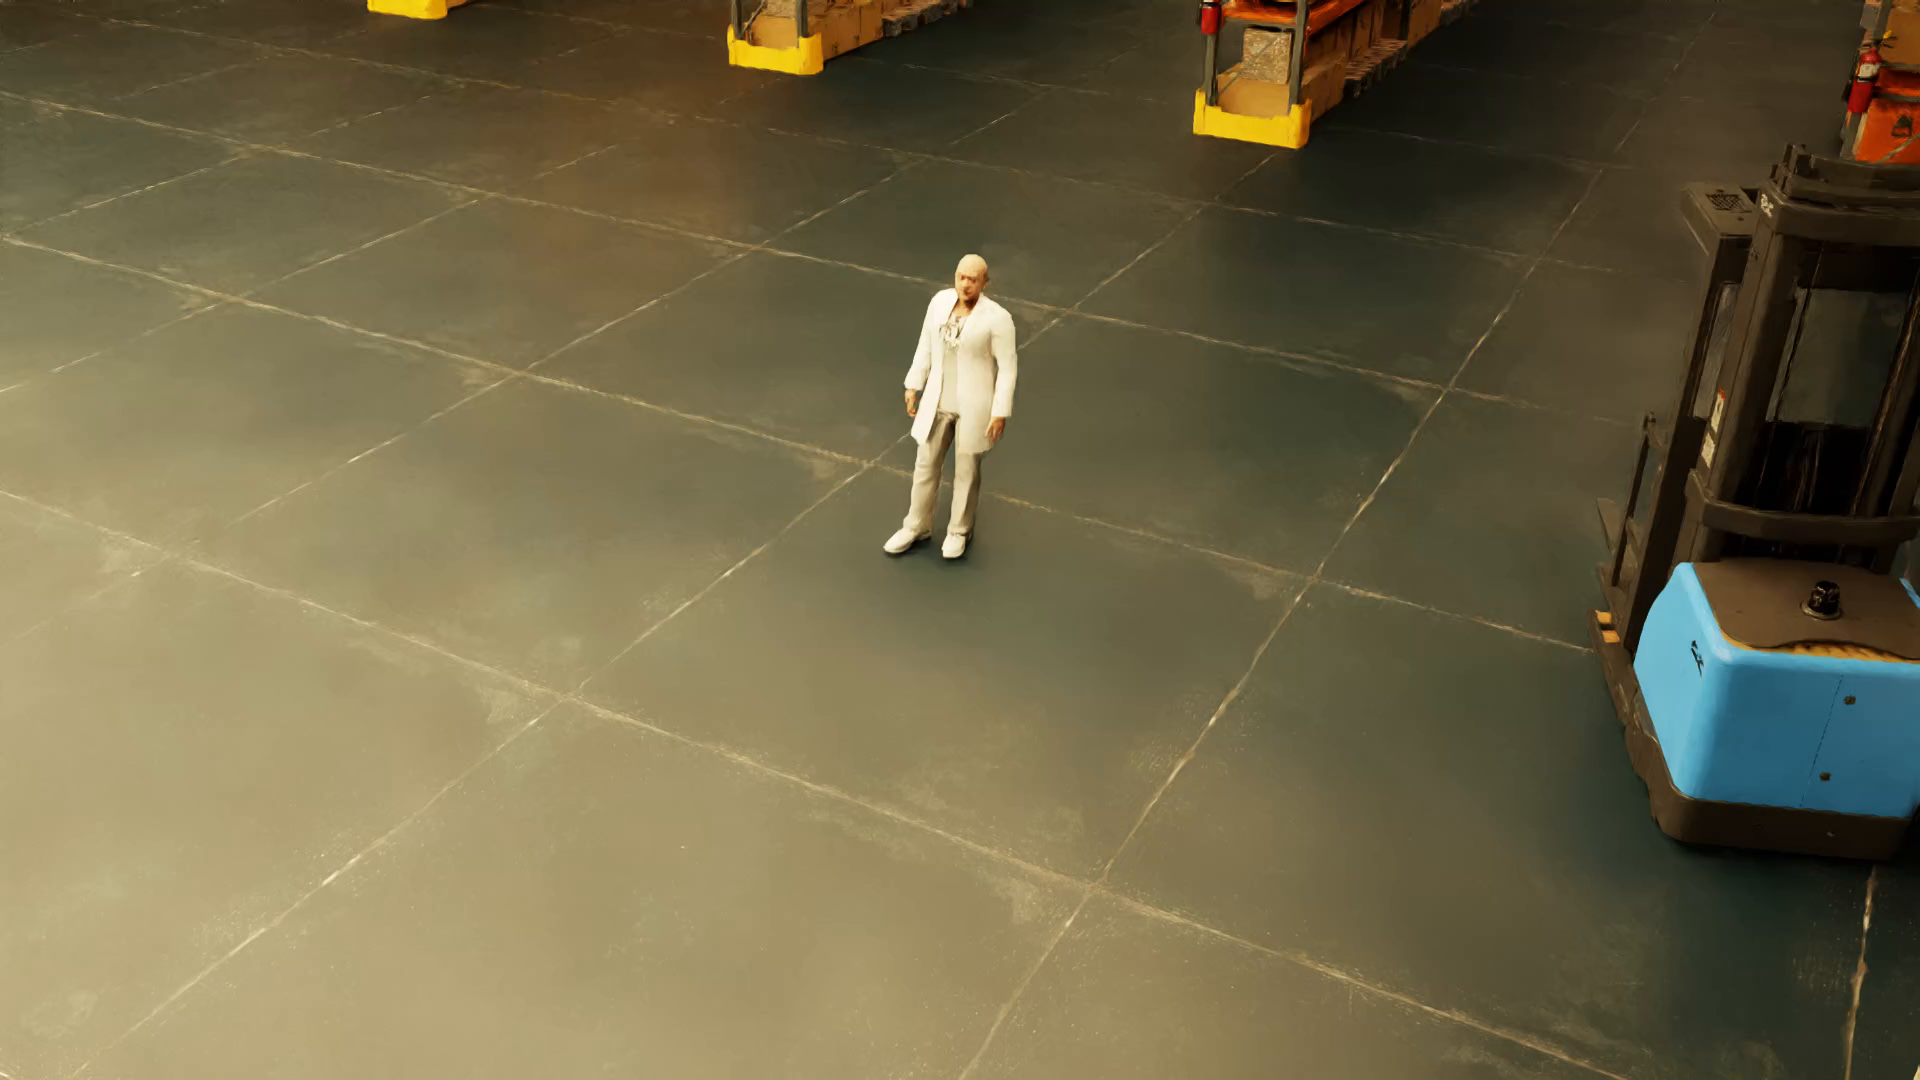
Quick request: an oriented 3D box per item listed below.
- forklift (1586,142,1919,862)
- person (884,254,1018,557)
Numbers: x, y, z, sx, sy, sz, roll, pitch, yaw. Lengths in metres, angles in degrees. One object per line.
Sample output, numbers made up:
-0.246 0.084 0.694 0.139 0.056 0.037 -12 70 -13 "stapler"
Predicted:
3.934 -0.558 8.038 1.130 2.935 3.031 4 30 8 "forklift"
-0.048 -0.737 9.488 0.694 1.776 0.579 15 33 25 "person"
